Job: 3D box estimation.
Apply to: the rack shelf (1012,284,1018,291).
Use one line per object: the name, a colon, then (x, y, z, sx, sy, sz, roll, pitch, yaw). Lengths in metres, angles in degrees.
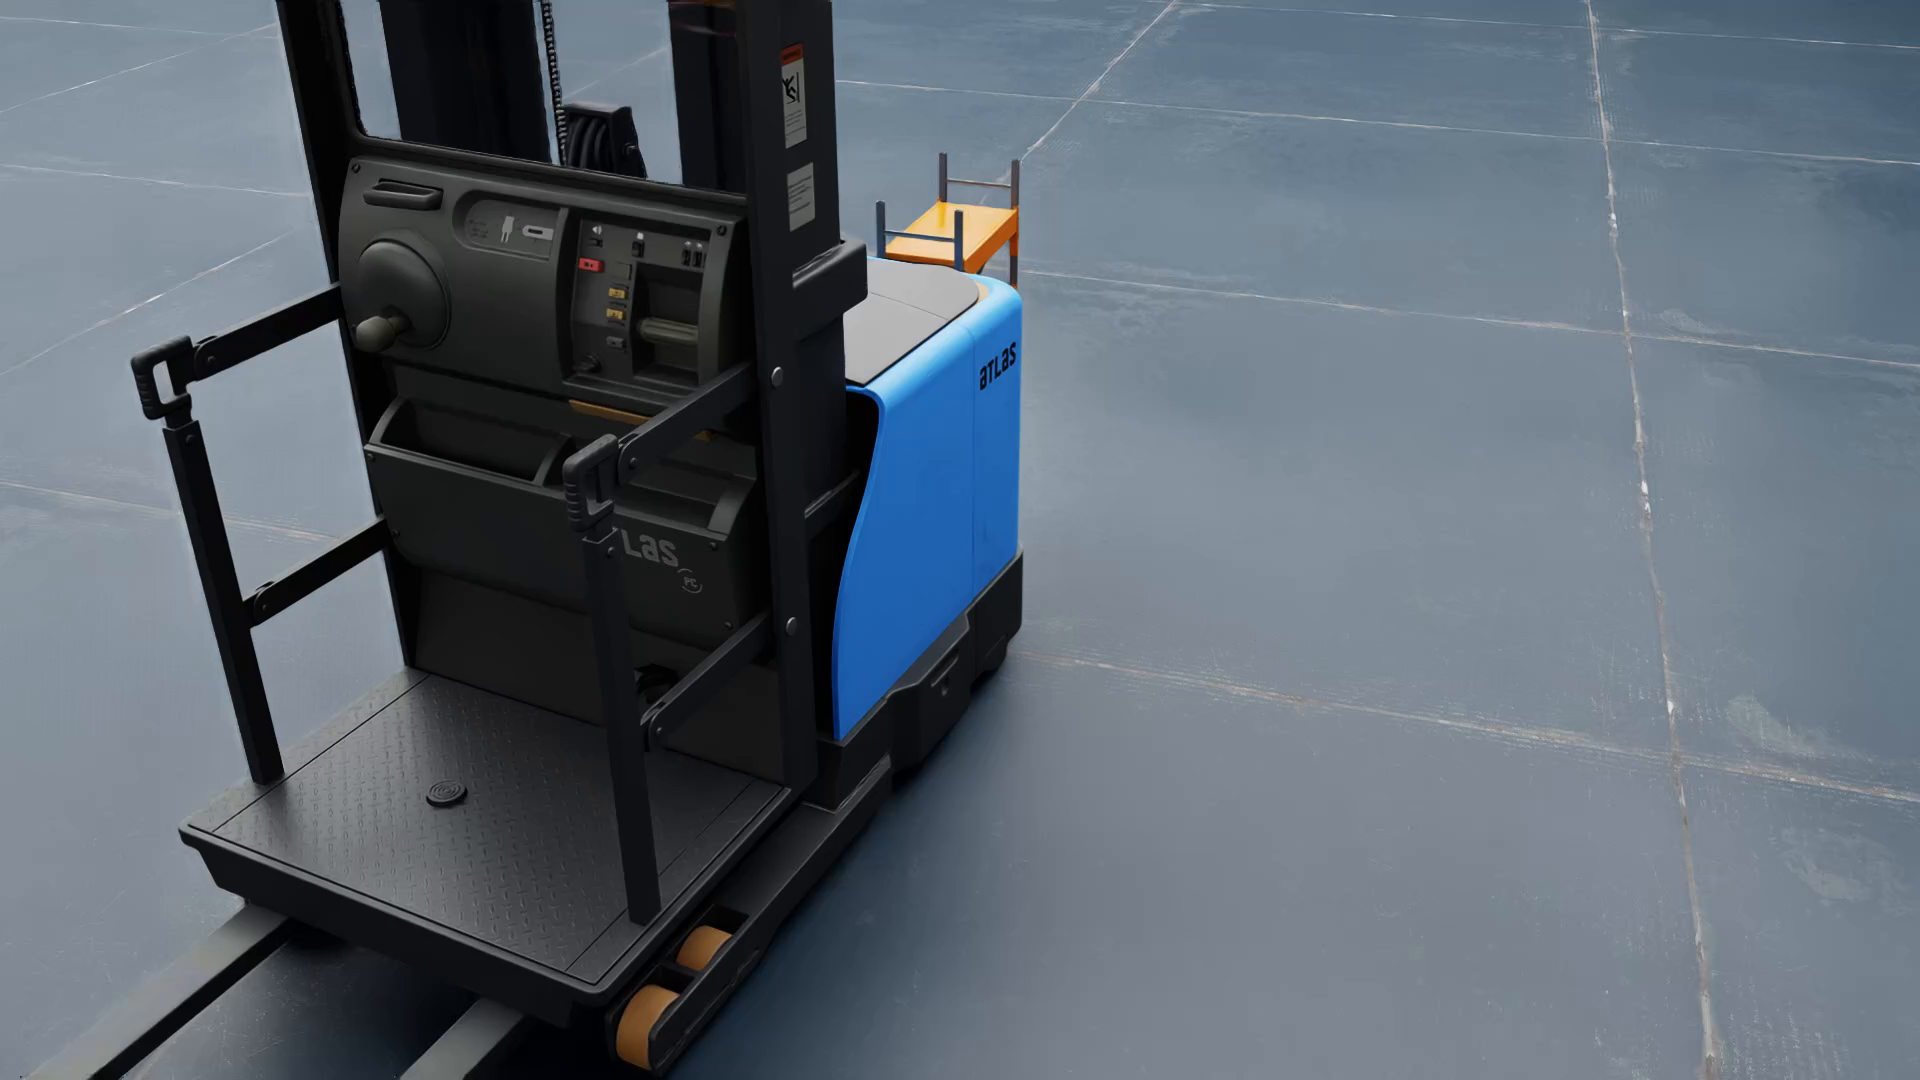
rack shelf: (-0.026, -0.599, 4.771, 0.258, 0.148, 0.480, 10, 31, 17)

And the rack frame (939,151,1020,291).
rack frame: (0.055, -0.574, 5.048, 0.240, 1.200, 0.015, 10, 31, 17)

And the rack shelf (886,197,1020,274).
rack shelf: (-0.026, -0.806, 4.656, 0.258, 0.148, 0.480, 10, 31, 17)

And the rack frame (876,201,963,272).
rack frame: (-0.107, -0.350, 4.645, 0.240, 1.200, 0.015, 10, 31, 17)

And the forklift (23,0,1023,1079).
forklift: (-0.932, -0.463, 3.068, 1.130, 2.935, 3.031, 14, 32, 23)

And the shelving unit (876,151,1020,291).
shelving unit: (-0.026, -0.462, 4.847, 0.258, 1.200, 0.503, 10, 31, 17)
